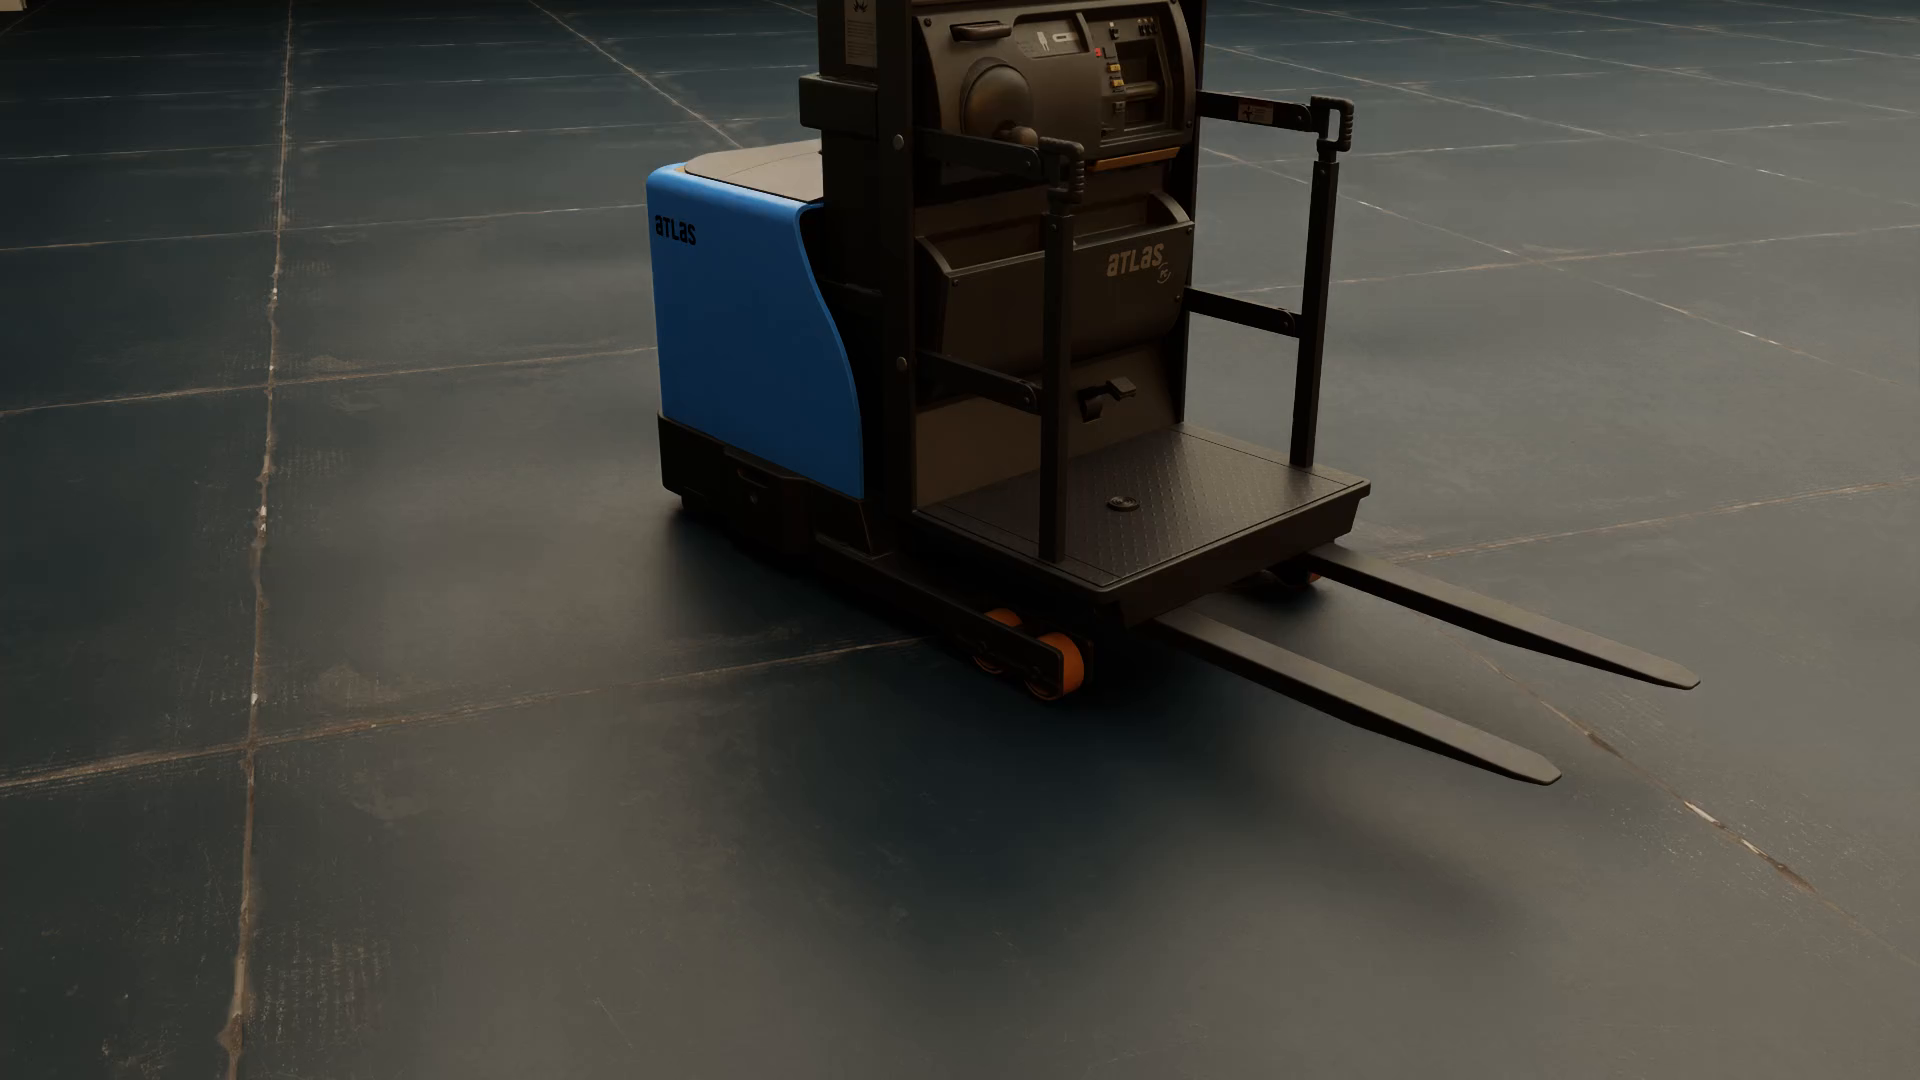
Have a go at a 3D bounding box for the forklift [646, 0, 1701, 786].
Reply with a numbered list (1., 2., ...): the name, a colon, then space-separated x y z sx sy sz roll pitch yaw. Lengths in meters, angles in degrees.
1. forklift: 0.409 -1.176 4.096 1.130 2.935 3.031 -19 30 -38
